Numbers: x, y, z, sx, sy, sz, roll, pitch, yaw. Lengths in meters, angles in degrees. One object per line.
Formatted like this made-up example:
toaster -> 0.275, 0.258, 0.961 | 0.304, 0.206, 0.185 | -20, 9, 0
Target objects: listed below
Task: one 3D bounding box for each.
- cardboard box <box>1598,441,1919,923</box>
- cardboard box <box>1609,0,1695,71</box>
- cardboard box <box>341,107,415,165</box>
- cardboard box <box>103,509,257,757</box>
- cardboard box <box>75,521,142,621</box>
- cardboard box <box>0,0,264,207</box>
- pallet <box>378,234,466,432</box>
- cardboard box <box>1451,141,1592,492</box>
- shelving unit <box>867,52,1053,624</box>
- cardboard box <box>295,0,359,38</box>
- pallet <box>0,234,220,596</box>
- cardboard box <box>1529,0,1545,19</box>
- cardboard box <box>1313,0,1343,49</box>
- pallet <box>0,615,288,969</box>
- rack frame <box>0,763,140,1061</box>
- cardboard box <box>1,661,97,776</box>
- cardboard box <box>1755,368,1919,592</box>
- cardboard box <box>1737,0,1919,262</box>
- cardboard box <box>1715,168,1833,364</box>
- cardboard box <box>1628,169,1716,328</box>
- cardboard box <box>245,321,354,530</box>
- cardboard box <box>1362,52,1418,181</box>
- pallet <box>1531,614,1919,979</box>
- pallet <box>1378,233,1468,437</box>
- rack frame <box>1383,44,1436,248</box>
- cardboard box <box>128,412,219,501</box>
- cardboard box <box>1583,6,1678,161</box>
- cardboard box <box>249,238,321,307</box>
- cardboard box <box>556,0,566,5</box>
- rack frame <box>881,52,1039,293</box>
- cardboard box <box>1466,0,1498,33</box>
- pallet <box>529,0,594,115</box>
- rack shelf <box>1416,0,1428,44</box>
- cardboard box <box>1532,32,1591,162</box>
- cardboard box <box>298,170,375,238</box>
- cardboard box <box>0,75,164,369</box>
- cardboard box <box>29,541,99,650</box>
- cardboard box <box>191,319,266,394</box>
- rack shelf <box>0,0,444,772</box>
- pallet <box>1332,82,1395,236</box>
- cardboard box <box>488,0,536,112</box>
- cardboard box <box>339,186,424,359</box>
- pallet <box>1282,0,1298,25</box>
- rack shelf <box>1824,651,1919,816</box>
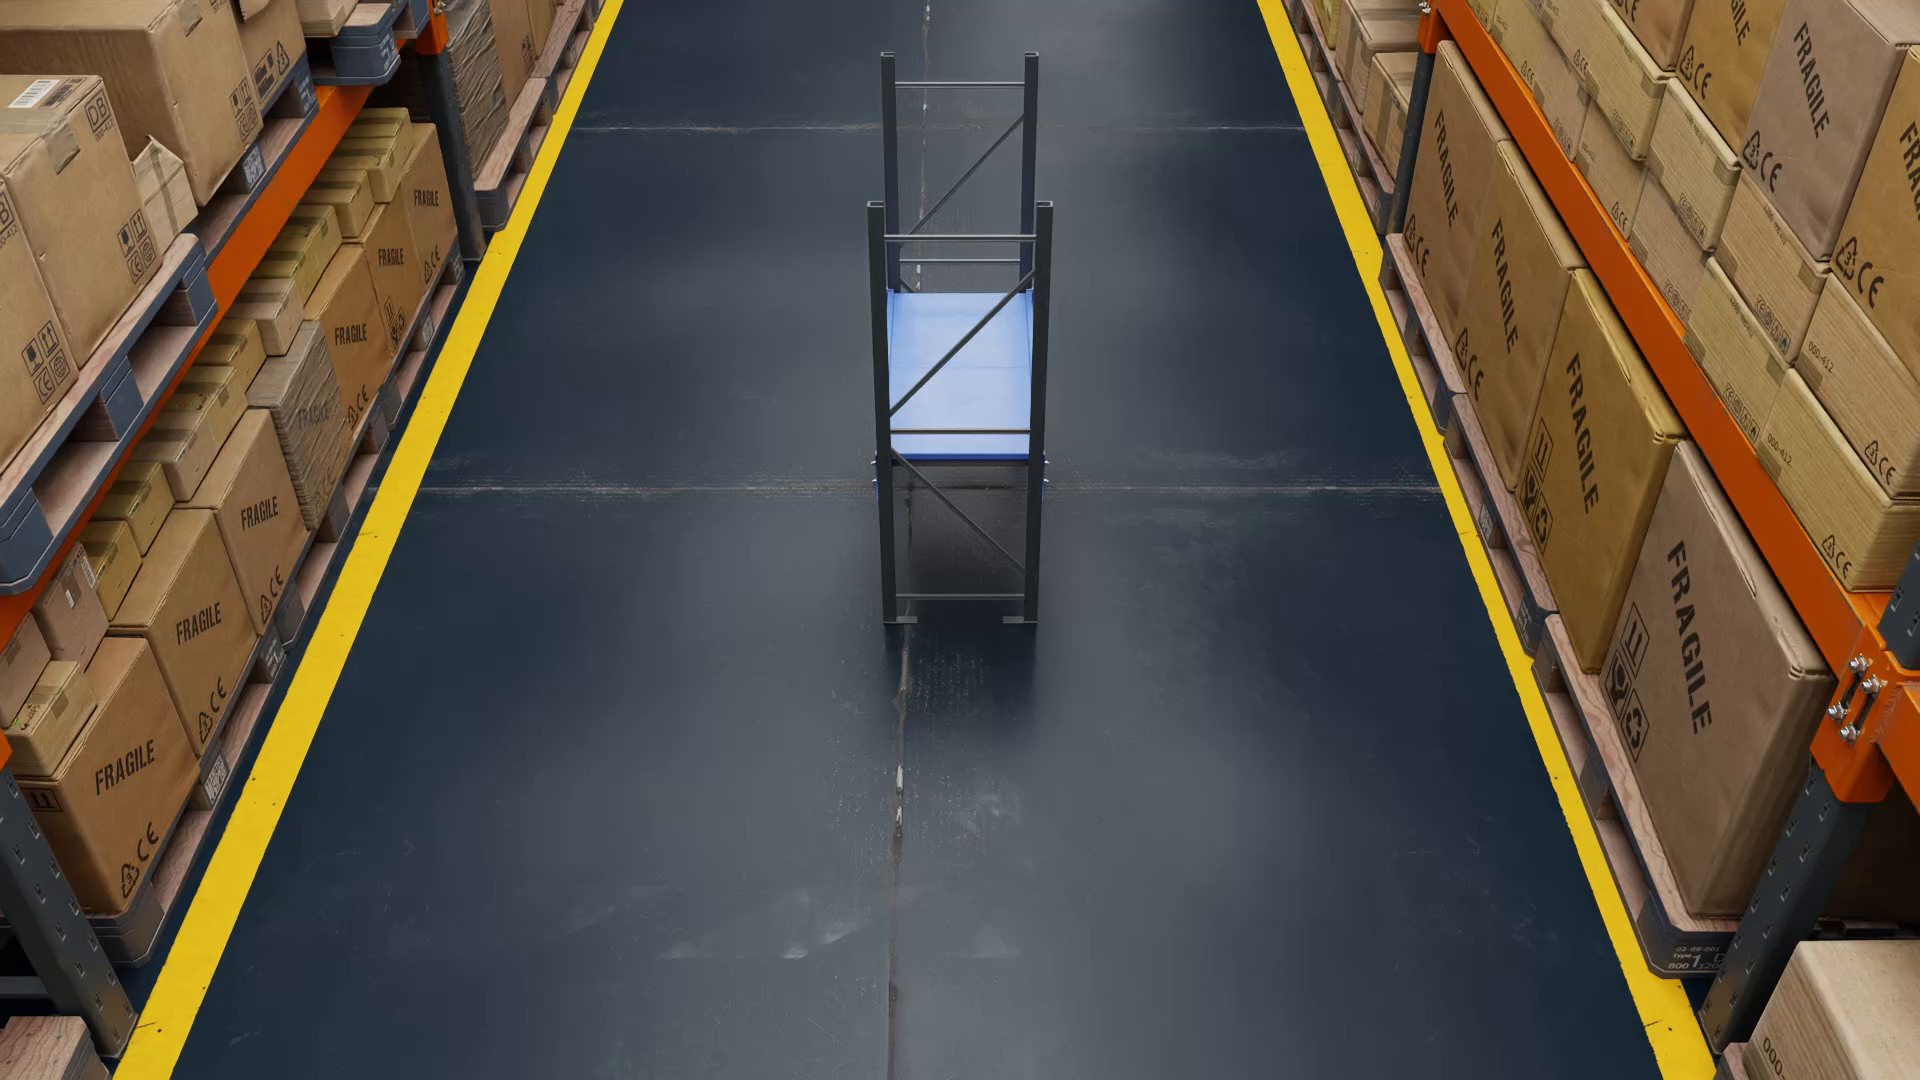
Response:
cardboard box -> 2.296, 0.357, 4.269 | 0.875, 0.875, 0.875 | 1, 39, 1
cardboard box -> 2.120, -1.593, 4.460 | 0.500, 0.500, 0.500 | 1, 39, 1
cardboard box -> -2.338, -1.549, 6.428 | 0.380, 0.149, 0.250 | -2, 39, -2
cardboard box -> -2.373, 0.262, 4.688 | 0.500, 0.500, 0.500 | -1, 39, -1
cardboard box -> -2.411, 0.086, 4.389 | 0.380, 0.149, 0.250 | -2, 39, -2
cardboard box -> -2.366, -1.235, 4.476 | 0.700, 0.500, 0.500 | 0, 39, 0
pallet -> -2.629, -0.861, 6.655 | 1.003, 0.211, 1.213 | 0, 39, 0
cardboard box -> 2.286, -0.767, 5.671 | 0.875, 0.875, 0.875 | 0, 39, 1
shelving unit -> 0.000, -0.639, 5.348 | 0.538, 1.500, 1.048 | 0, 39, 0
cardboard box -> -2.267, -1.862, 5.458 | 0.500, 0.250, 0.500 | -2, 39, -2
pallet -> -2.479, -0.339, 3.928 | 1.003, 0.211, 1.213 | 0, 39, 0
cardboard box -> 2.125, -1.918, 5.465 | 0.500, 0.250, 0.500 | 1, 39, 1
cardboard box -> 2.377, -2.849, 8.672 | 0.950, 0.372, 0.625 | 1, 39, 1
pallet -> -2.626, 0.665, 4.751 | 1.003, 0.211, 1.213 | 0, 39, 0
rack frame -> -2.587, 0.086, 3.244 | 1.000, 3.000, 0.127 | 0, 39, 0
cardboard box -> -2.321, 0.420, 3.972 | 0.380, 0.149, 0.250 | 2, 39, 2
cardboard box -> 2.124, -0.142, 3.649 | 0.500, 0.250, 0.500 | -1, 39, -1
cardboard box -> 2.117, -0.952, 3.660 | 0.500, 0.500, 0.500 | 1, 39, 1
cardboard box -> 2.125, -0.645, 3.876 | 0.500, 0.250, 0.500 | 1, 39, 1
cardboard box -> 2.143, -0.776, 4.440 | 0.500, 0.250, 0.500 | -1, 39, -1
cardboard box -> -2.364, -0.375, 5.482 | 0.500, 0.500, 0.500 | -1, 39, -2
cardboard box -> 2.381, -1.913, 7.505 | 0.950, 0.372, 0.625 | -2, 39, -3
pallet -> 2.300, 0.685, 4.726 | 1.003, 0.211, 1.213 | 0, 39, 0
pallet -> 2.297, -0.840, 6.630 | 1.003, 0.211, 1.213 | 0, 39, 0
rack frame -> 2.372, -2.422, 6.373 | 1.000, 3.000, 0.127 | 0, 39, 0
cardboard box -> -2.388, -0.242, 4.797 | 0.380, 0.149, 0.250 | 0, 39, 0
cardboard box -> 2.101, -1.289, 4.680 | 0.500, 0.250, 0.500 | 1, 39, 1
cardboard box -> -2.395, -0.892, 5.609 | 0.380, 0.149, 0.250 | -1, 39, -1
cardboard box -> -2.591, -3.343, 9.086 | 0.875, 0.625, 0.625 | 0, 39, 0
rack frame -> -0.001, -0.956, 5.744 | 0.500, 1.500, 0.032 | 0, 39, 0
cardboard box -> 2.121, -2.057, 6.038 | 0.500, 0.250, 0.500 | -1, 39, -1
pallet -> -2.552, -2.603, 8.830 | 1.003, 0.211, 1.213 | 0, 39, 0
rack shelf -> 2.370, -3.392, 8.159 | 1.077, 0.370, 4.000 | 0, 39, 0
cardboard box -> 2.134, -1.408, 5.228 | 0.500, 0.250, 0.500 | 1, 39, 1
cardboard box -> -2.350, -1.213, 6.010 | 0.380, 0.149, 0.250 | -1, 39, -2
cardboard box -> -2.365, -0.744, 3.864 | 0.700, 0.500, 0.500 | 0, 39, 0
cardboard box -> -2.370, 0.141, 4.082 | 0.380, 0.149, 0.250 | -2, 39, -2
cardboard box -> -2.415, -0.566, 5.202 | 0.380, 0.149, 0.250 | 0, 39, 0
rack shelf -> -2.589, -0.884, 5.030 | 1.077, 0.370, 4.000 | 0, 39, 0
pallet -> 2.372, -1.822, 7.855 | 1.003, 0.211, 1.213 | 0, 39, 0
cardboard box -> -2.587, -2.452, 7.974 | 0.875, 0.625, 0.625 | 1, 39, 1
cardboard box -> -2.386, -1.027, 6.296 | 0.500, 0.500, 0.500 | -1, 39, -1
pallet -> 2.370, -3.348, 9.759 | 1.003, 0.211, 1.213 | 0, 39, 0
rack shelf -> 2.379, 1.611, 1.916 | 1.077, 0.370, 4.000 | 0, 39, 0
